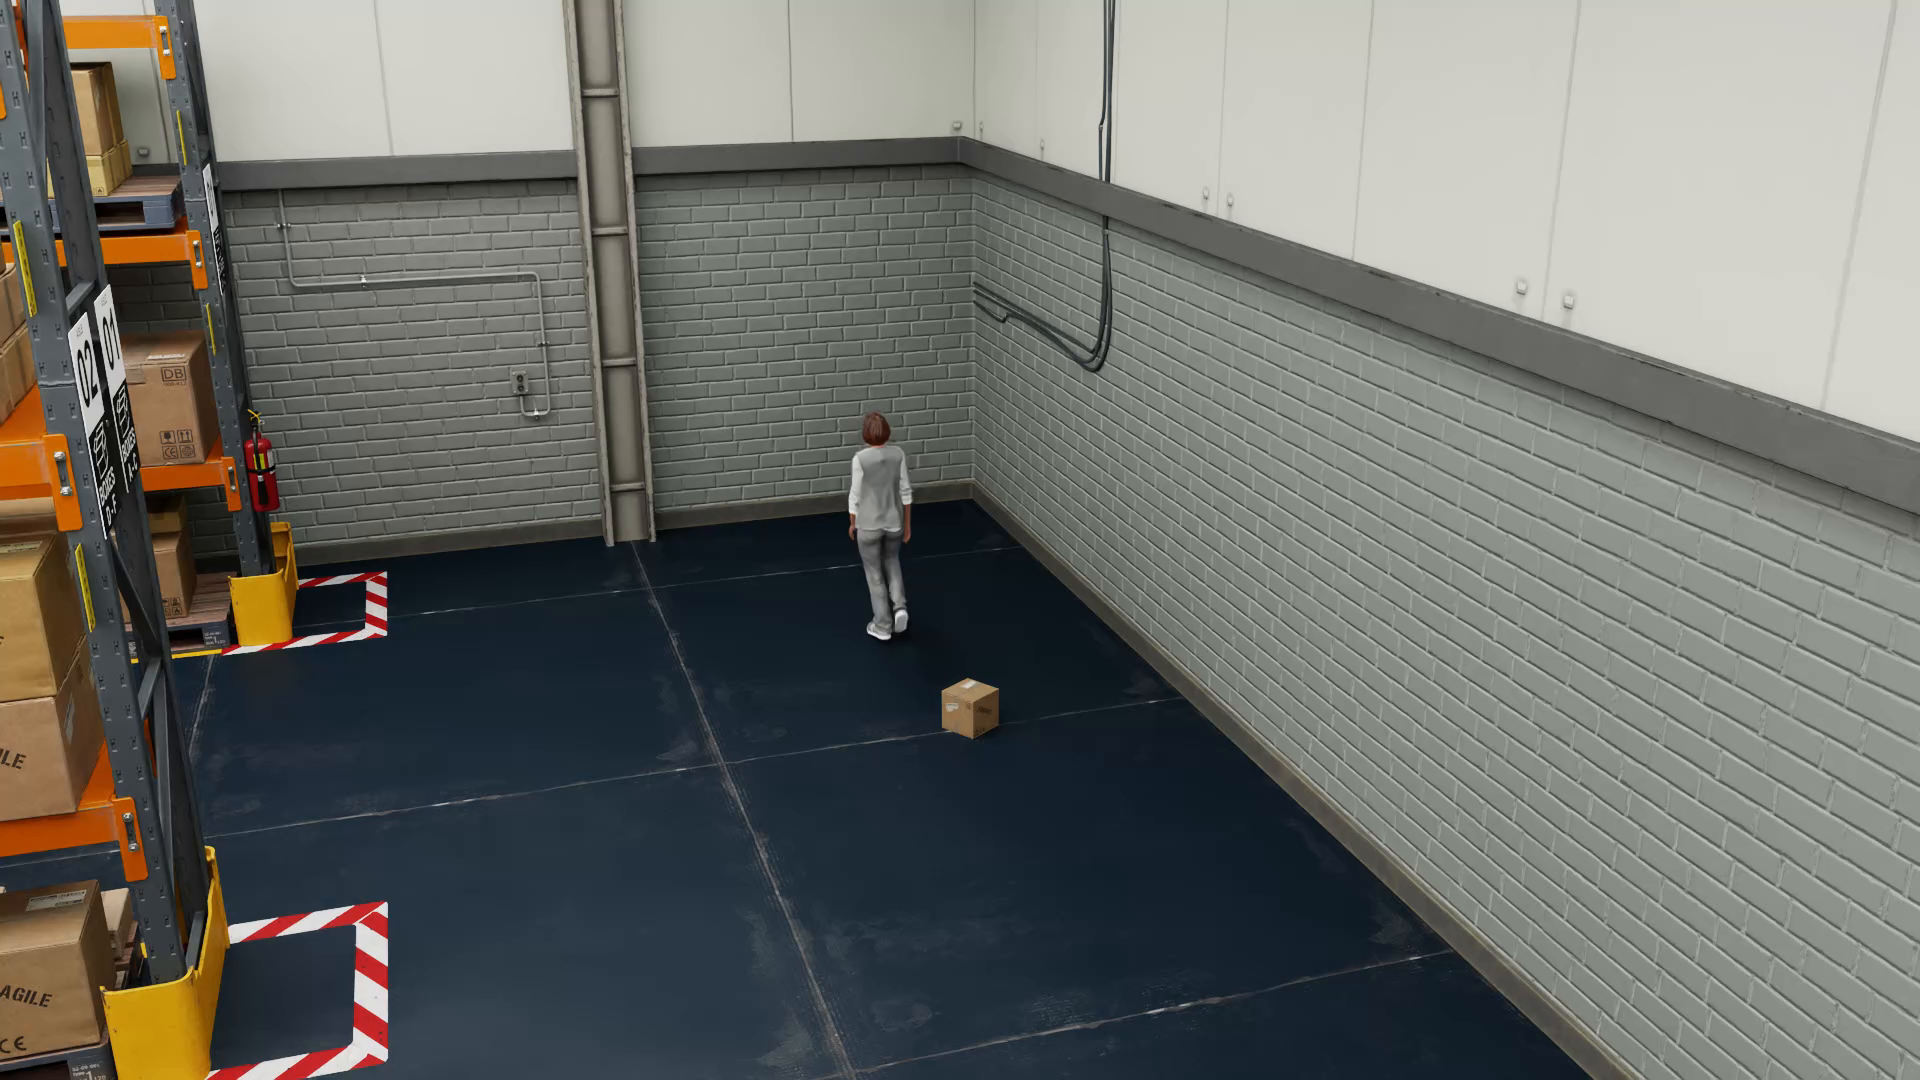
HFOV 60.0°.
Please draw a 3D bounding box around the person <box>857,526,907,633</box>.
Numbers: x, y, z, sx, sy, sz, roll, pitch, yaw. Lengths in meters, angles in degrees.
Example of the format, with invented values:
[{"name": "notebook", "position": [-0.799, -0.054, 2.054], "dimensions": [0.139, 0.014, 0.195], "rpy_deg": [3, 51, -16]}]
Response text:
[{"name": "person", "position": [-0.542, 0.185, 11.399], "dimensions": [0.362, 0.842, 0.386], "rpy_deg": [-9, 21, -23]}]
